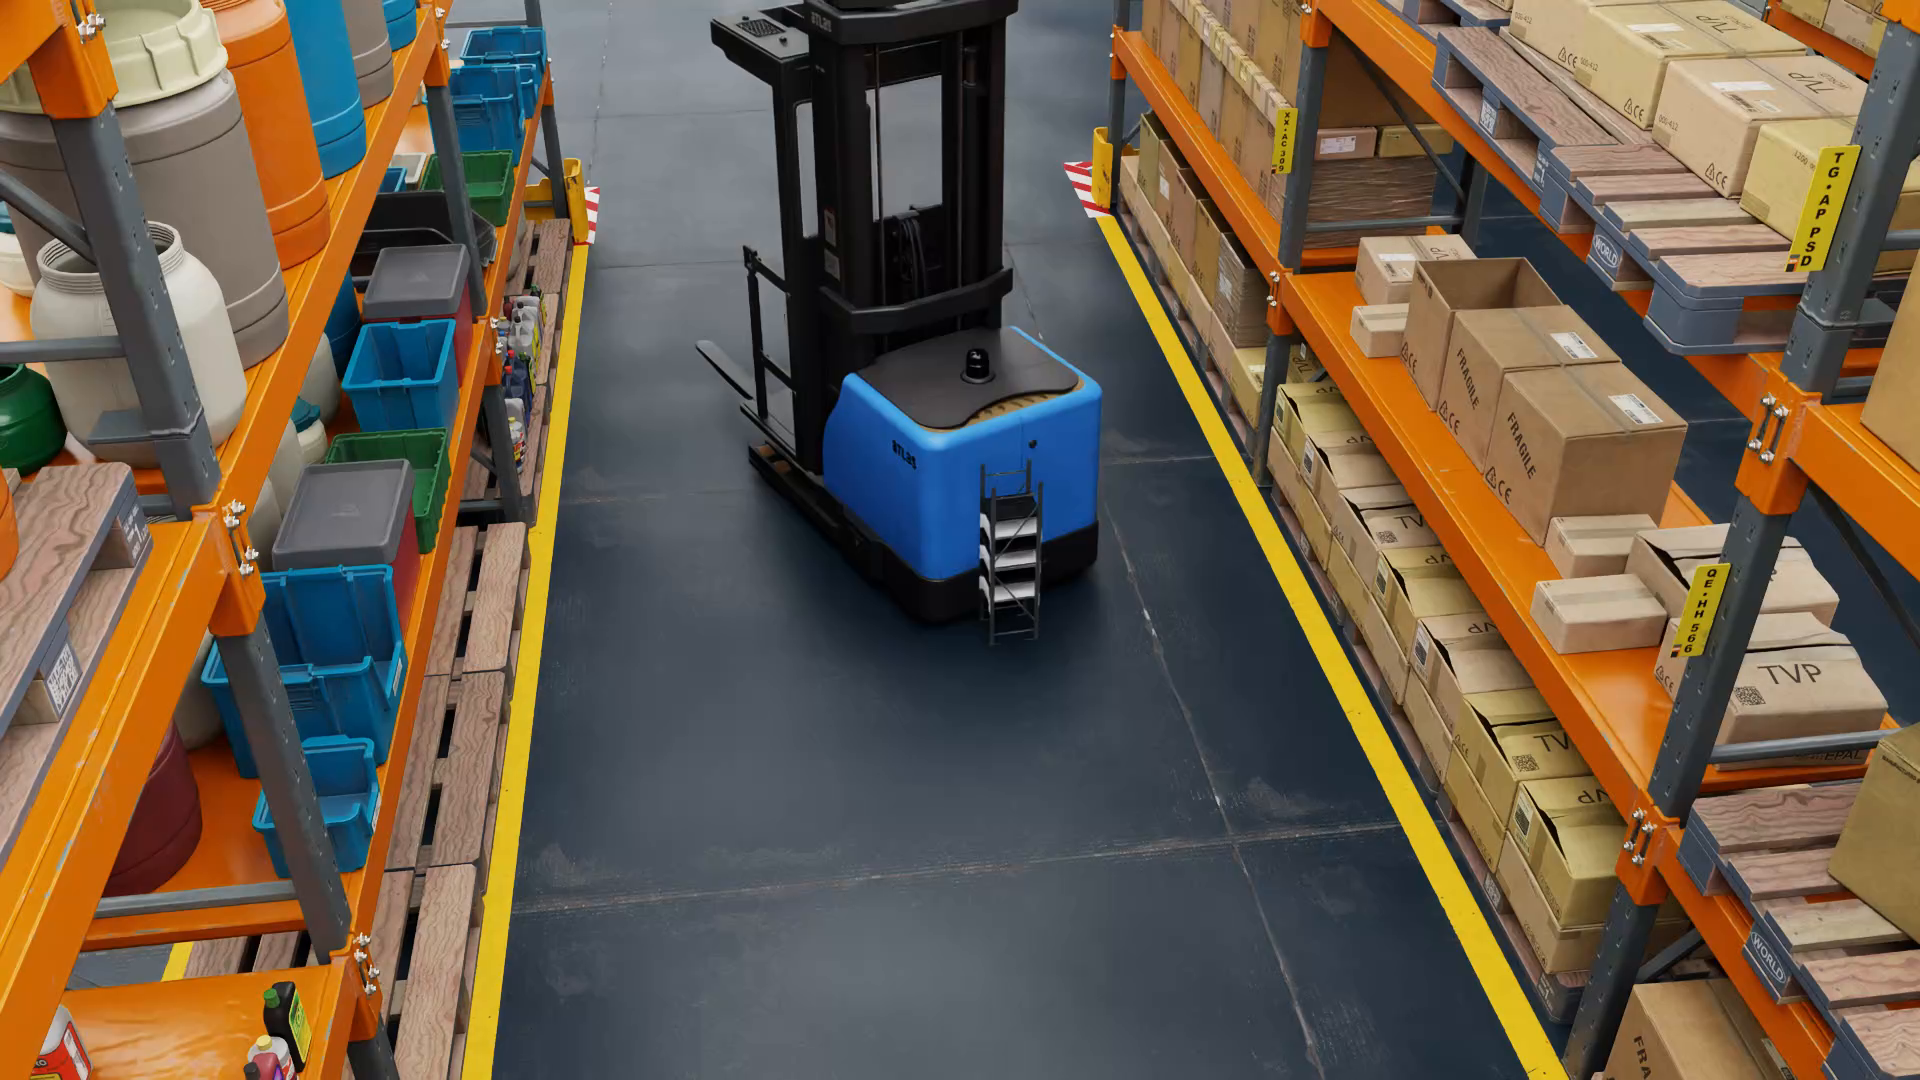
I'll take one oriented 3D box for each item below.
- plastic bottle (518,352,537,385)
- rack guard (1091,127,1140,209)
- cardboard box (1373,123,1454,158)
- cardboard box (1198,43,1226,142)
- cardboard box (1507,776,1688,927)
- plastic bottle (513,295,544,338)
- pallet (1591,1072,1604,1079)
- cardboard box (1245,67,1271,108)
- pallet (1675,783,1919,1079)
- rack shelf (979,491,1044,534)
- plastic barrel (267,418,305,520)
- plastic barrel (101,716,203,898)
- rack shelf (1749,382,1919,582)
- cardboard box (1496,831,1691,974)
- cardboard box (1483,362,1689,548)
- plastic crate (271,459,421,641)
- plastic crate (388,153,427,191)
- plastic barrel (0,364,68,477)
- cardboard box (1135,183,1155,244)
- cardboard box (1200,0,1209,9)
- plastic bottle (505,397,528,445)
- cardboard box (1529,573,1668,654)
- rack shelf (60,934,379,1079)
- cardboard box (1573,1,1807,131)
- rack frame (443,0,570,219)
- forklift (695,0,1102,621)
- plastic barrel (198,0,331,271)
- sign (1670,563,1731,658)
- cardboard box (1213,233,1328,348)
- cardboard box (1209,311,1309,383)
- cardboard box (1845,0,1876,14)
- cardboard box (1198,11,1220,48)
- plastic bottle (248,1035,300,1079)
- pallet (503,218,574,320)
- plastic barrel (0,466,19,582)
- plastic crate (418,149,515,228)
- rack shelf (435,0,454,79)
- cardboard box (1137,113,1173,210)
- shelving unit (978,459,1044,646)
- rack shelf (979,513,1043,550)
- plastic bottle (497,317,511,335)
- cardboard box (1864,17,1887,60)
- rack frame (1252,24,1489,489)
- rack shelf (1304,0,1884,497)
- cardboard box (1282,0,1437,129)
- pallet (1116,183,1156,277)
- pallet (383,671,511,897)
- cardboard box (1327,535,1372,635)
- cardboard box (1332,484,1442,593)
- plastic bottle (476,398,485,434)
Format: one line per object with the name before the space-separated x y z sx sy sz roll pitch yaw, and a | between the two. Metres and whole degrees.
plastic bottle | -2.518 -0.993 9.637 0.097 0.201 0.097 0 34 0
rack guard | 1.587 -2.806 12.423 1.175 0.500 0.348 -4 35 -6
cardboard box | 2.284 -2.067 8.455 0.380 0.149 0.250 -4 35 -6
cardboard box | 1.851 -2.742 10.020 0.700 0.500 0.500 -3 34 -5
cardboard box | 2.352 1.096 6.049 0.500 0.311 0.500 -3 34 -5
plastic bottle | -2.630 -1.374 10.131 0.152 0.276 0.135 -4 34 -6
pallet | 2.729 2.211 5.319 1.003 0.211 1.213 -4 35 -6
cardboard box | 1.774 -2.469 9.044 0.380 0.149 0.250 -4 35 -6
pallet | 2.827 1.091 4.656 1.213 0.211 1.003 -4 35 -6
rack shelf | 0.236 -0.129 7.719 0.258 0.077 0.200 -7 35 -11
plastic barrel | -2.771 -0.316 6.430 0.433 0.535 0.433 0 34 0
plastic barrel | -2.605 0.720 4.909 0.600 0.536 0.708 -4 35 -6
rack shelf | 2.935 0.813 2.869 1.077 0.370 4.000 -4 35 -6
cardboard box | 2.354 1.326 6.209 0.500 0.250 0.500 -4 34 -5
cardboard box | 2.424 -0.338 6.493 0.500 0.500 0.500 -6 35 -9
plastic crate | -2.157 0.061 5.941 0.402 0.464 0.583 -4 35 -6
plastic crate | -3.250 -1.998 9.253 0.530 0.136 0.437 -4 35 -6
plastic barrel | -2.327 -0.297 3.997 0.294 0.245 0.294 0 34 0
cardboard box | 1.513 -2.268 11.483 0.500 0.250 0.500 -4 35 -6
cardboard box | 1.792 -3.537 10.036 0.700 0.500 0.500 -4 35 -6
plastic bottle | -2.460 -0.666 9.091 0.152 0.276 0.135 -3 34 -5
cardboard box | 2.271 0.262 5.925 0.380 0.149 0.250 -4 35 -6
rack shelf | -1.974 2.425 3.166 1.077 0.370 4.000 -4 35 -6
cardboard box | 2.395 -1.572 5.490 0.500 0.250 0.500 -5 35 -7
rack frame | -3.319 -3.452 11.152 1.000 3.000 0.127 -4 35 -6
forklift | -0.517 -1.612 8.512 1.130 2.935 3.031 -20 39 -26
plastic barrel | -2.226 -1.245 4.868 0.600 0.830 0.708 -4 35 -6
sign | 2.117 0.204 4.758 0.100 0.325 0.005 -4 35 -6
cardboard box | 1.794 -1.463 9.635 0.500 0.500 0.500 -4 35 -6
cardboard box | 1.792 -1.153 9.846 0.500 0.250 0.500 -4 35 -6
cardboard box | 6.321 -3.893 11.249 0.500 0.500 0.500 -4 35 -6
cardboard box | 1.636 -3.042 9.885 0.380 0.149 0.250 -4 34 -6
plastic bottle | -1.768 1.353 4.277 0.097 0.201 0.097 0 34 0
pallet | -3.158 -1.807 11.215 1.003 0.211 1.213 -4 35 -6
plastic barrel | -2.169 -0.262 3.052 0.600 0.830 0.708 -4 35 -6
plastic crate | -2.683 -1.911 9.079 0.450 0.188 0.662 -4 35 -6
rack shelf | -3.050 -3.278 8.872 1.077 0.370 4.000 -4 35 -6
cardboard box | 1.511 -2.578 11.272 0.500 0.500 0.500 -4 35 -6
shelving unit | 0.236 0.067 7.853 0.258 0.900 0.210 -7 35 -11
rack shelf | 0.236 -0.054 7.770 0.258 0.077 0.200 -7 35 -11
plastic bottle | -2.733 -1.246 10.009 0.097 0.201 0.097 0 34 0
cardboard box | 6.396 -3.279 11.014 0.500 0.250 0.500 -5 35 -7
rack frame | 2.128 -1.593 8.424 1.000 3.000 0.127 -4 35 -6
rack shelf | 2.397 -1.419 6.144 1.077 0.370 4.000 -4 35 -6
cardboard box | 2.062 -2.418 8.393 0.700 0.500 0.500 -4 34 -6
pallet | 1.735 -2.250 11.863 1.003 0.211 1.213 -4 35 -6
pallet | -2.469 1.050 7.022 1.003 0.211 1.213 -4 35 -6
cardboard box | 2.077 0.188 7.880 0.500 0.250 0.500 -5 35 -8
cardboard box | 2.070 -0.044 7.722 0.500 0.311 0.500 -5 35 -8
plastic bottle | -2.621 -0.778 9.190 0.144 0.351 0.185 -4 35 -6
